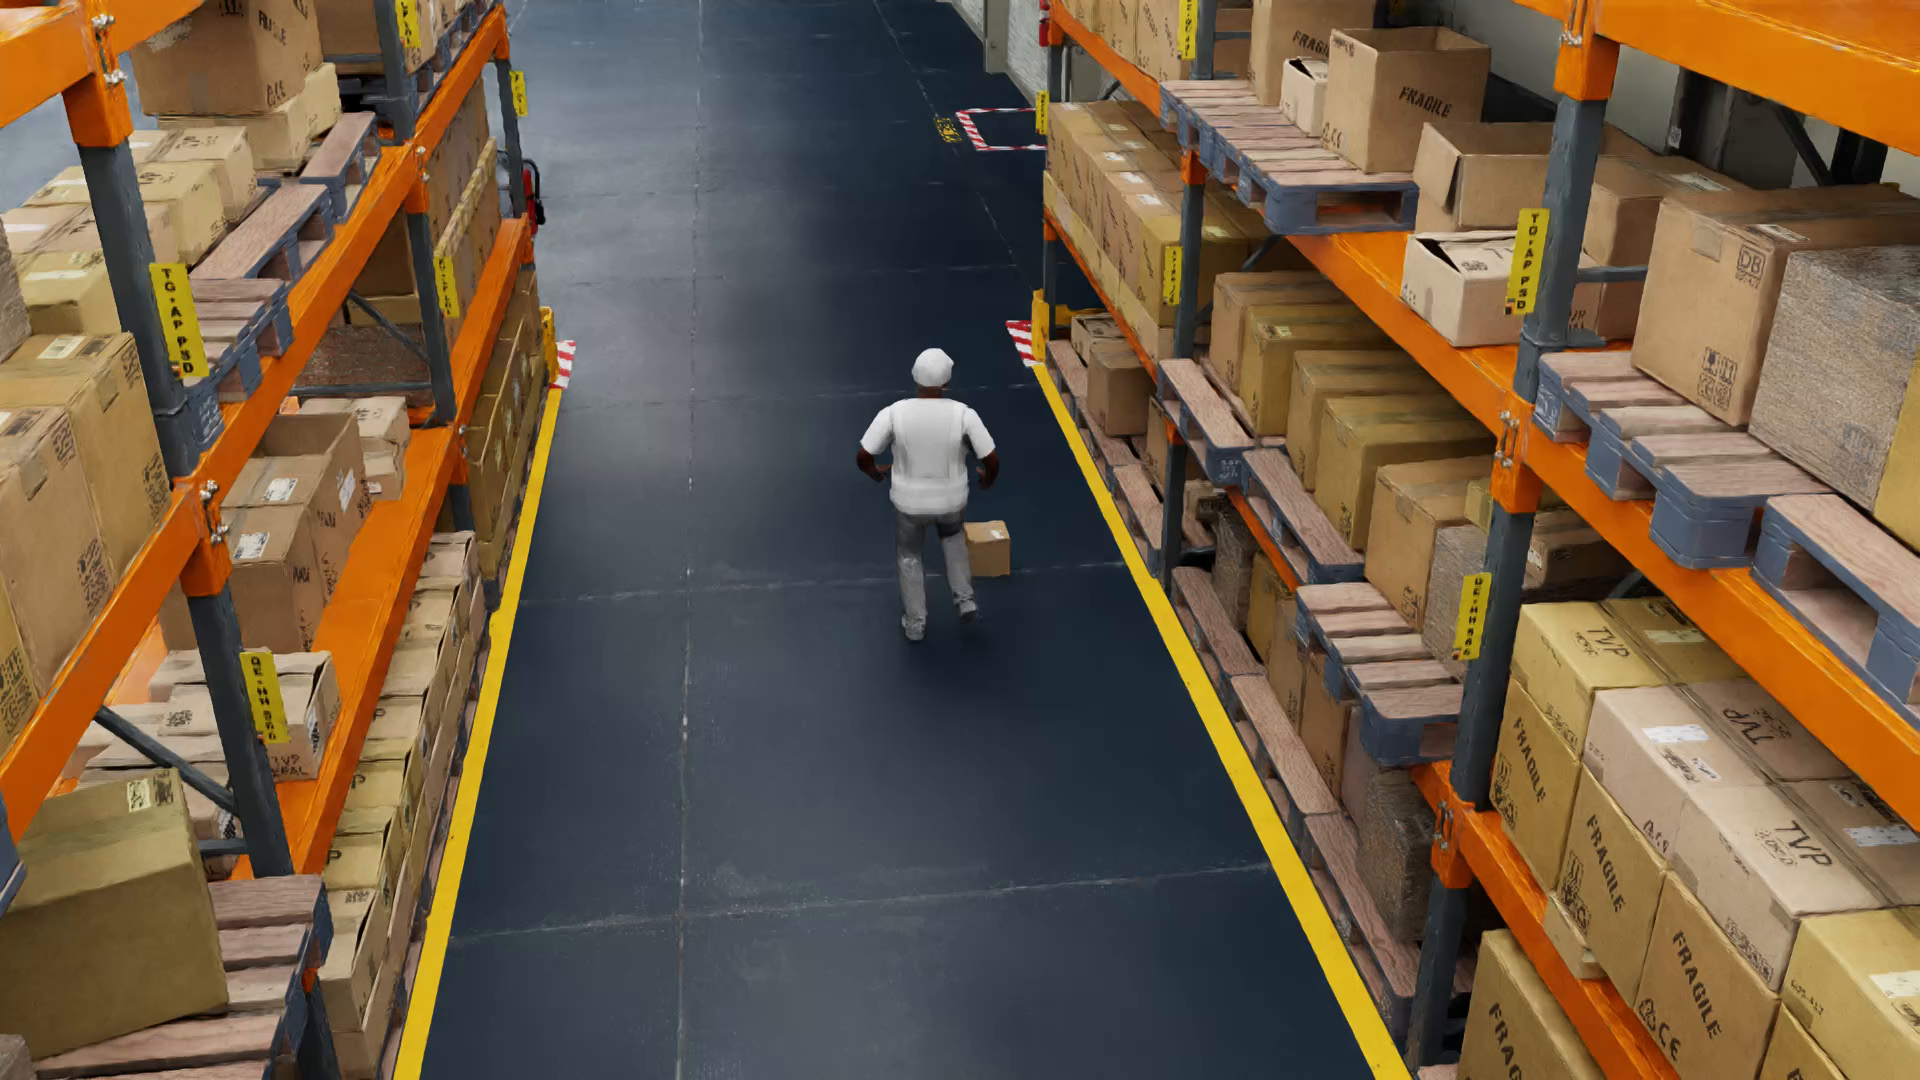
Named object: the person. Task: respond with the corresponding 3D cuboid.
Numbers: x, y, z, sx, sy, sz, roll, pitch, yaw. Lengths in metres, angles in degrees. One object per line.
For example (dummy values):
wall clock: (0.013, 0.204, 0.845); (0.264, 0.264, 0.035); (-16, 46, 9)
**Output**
person: (-0.184, -0.253, 9.124); (0.766, 1.737, 0.516); (-3, 27, -6)
